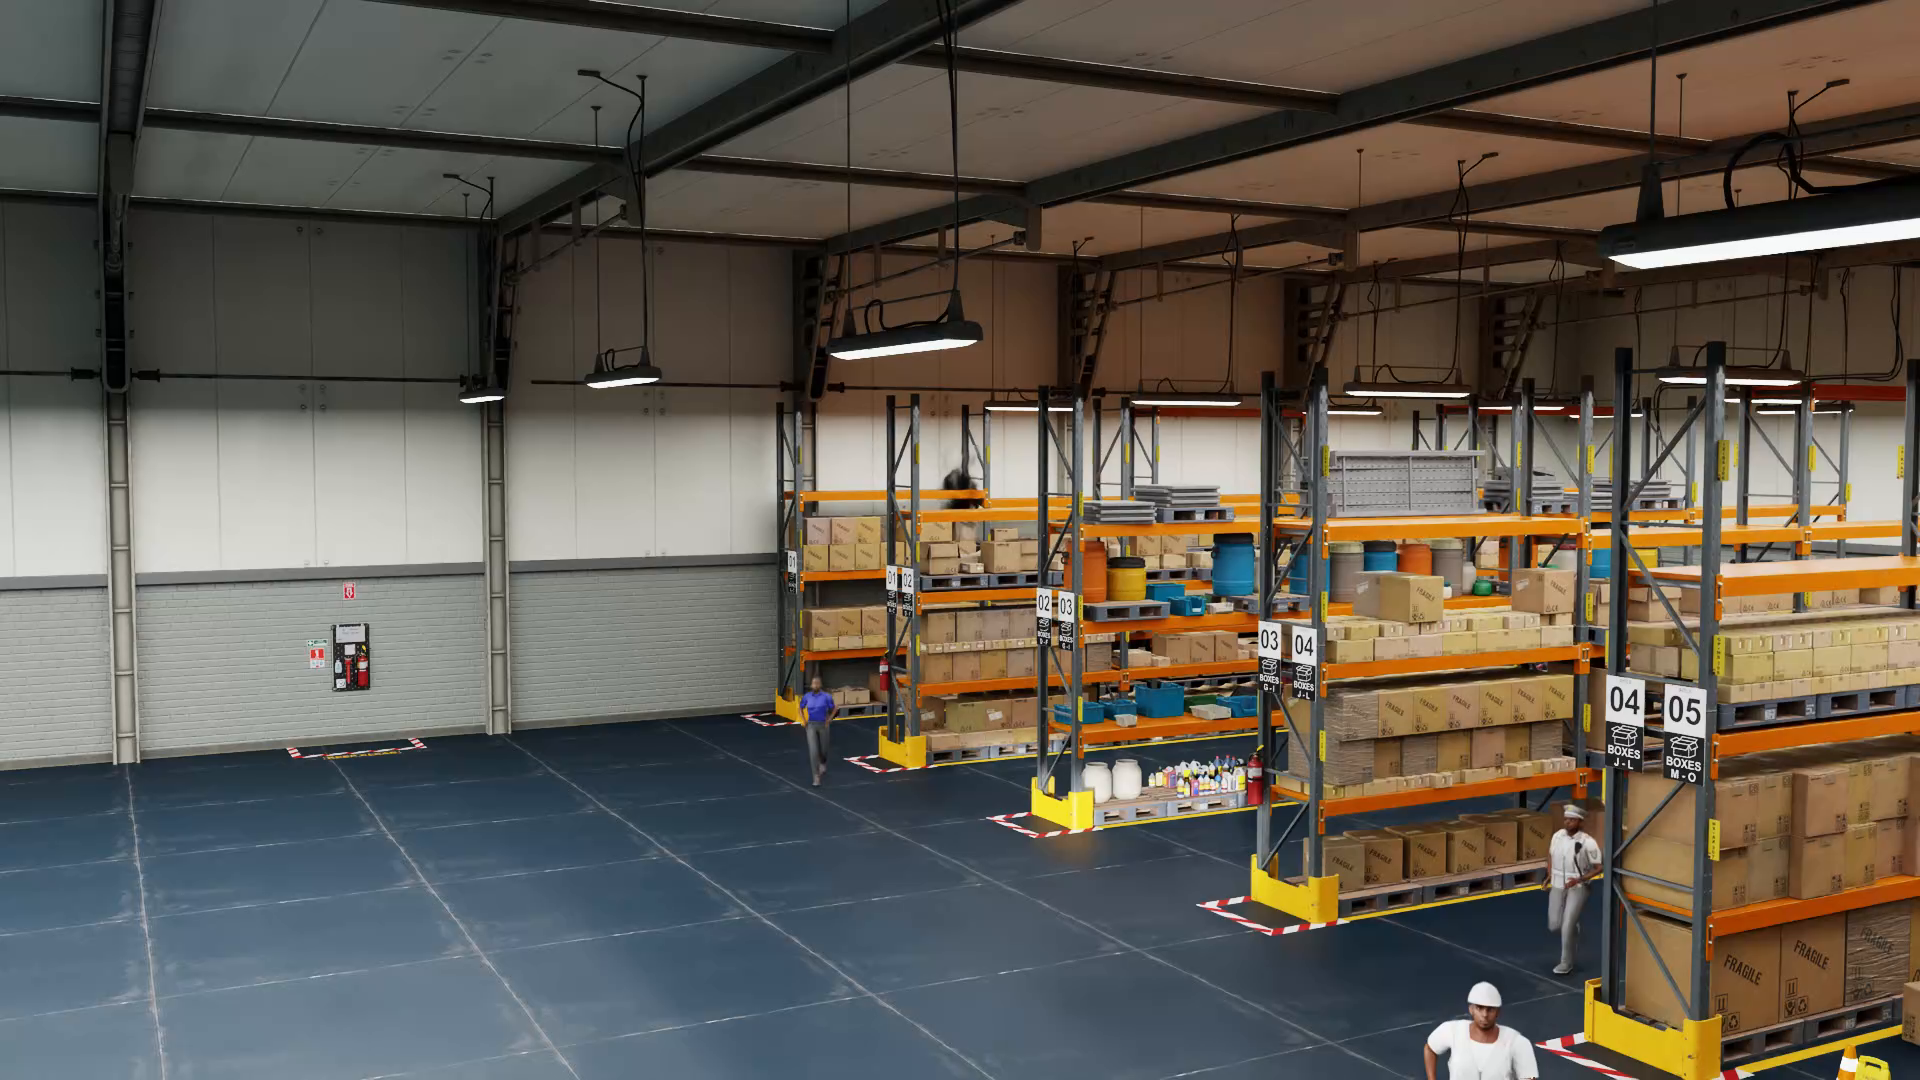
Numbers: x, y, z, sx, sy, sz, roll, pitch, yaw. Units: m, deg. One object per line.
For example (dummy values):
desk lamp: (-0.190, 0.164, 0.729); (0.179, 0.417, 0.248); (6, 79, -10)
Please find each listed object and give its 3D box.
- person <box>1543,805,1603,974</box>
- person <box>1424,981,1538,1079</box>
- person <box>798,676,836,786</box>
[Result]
person: (6.024, 3.410, 16.370); (0.575, 1.654, 0.591); (-3, 5, -45)
person: (3.275, 3.687, 10.460); (0.672, 1.831, 0.777); (1, 3, 12)
person: (-2.191, 2.900, 25.504); (0.595, 1.638, 0.780); (0, 3, -2)
